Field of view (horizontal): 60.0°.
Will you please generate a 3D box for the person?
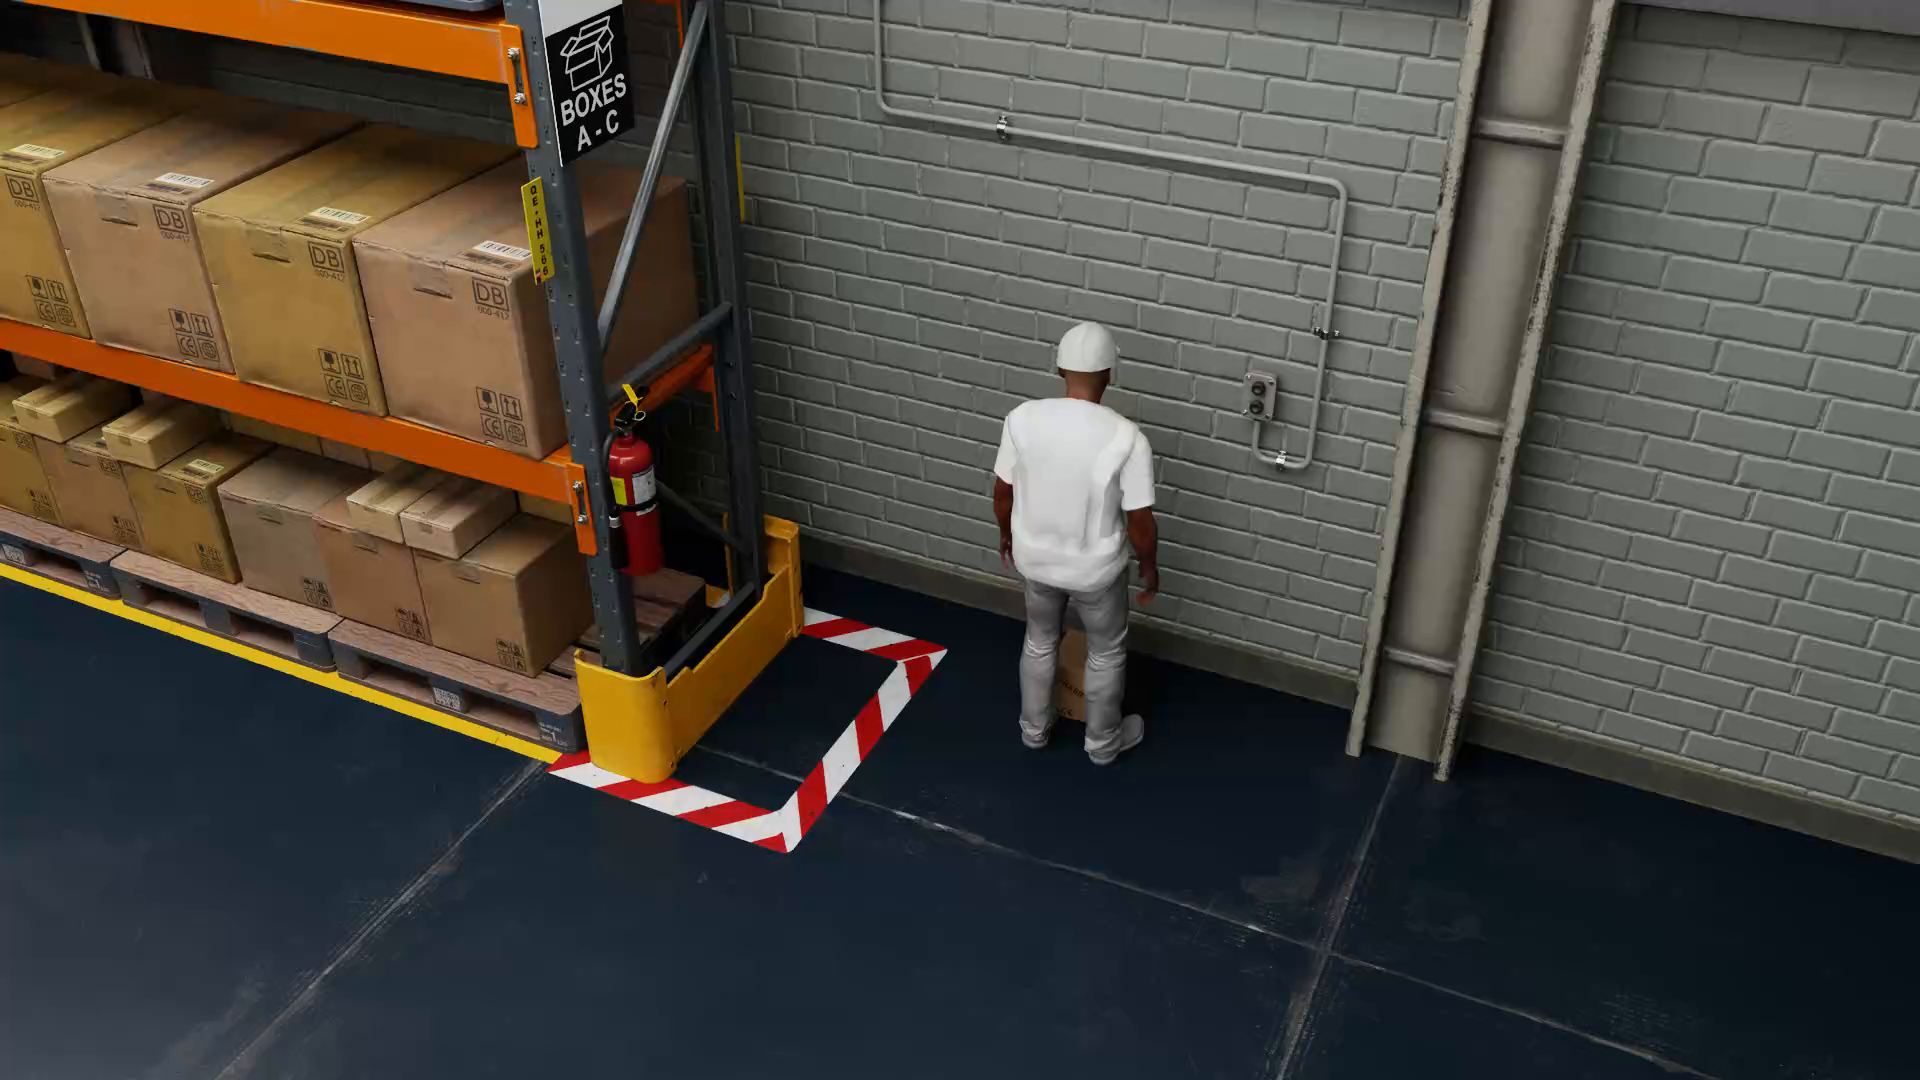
[{"bbox_3d":[0.427,0.041,6.063,0.627,1.760,0.460,14,36,21],"label":"person"}]
